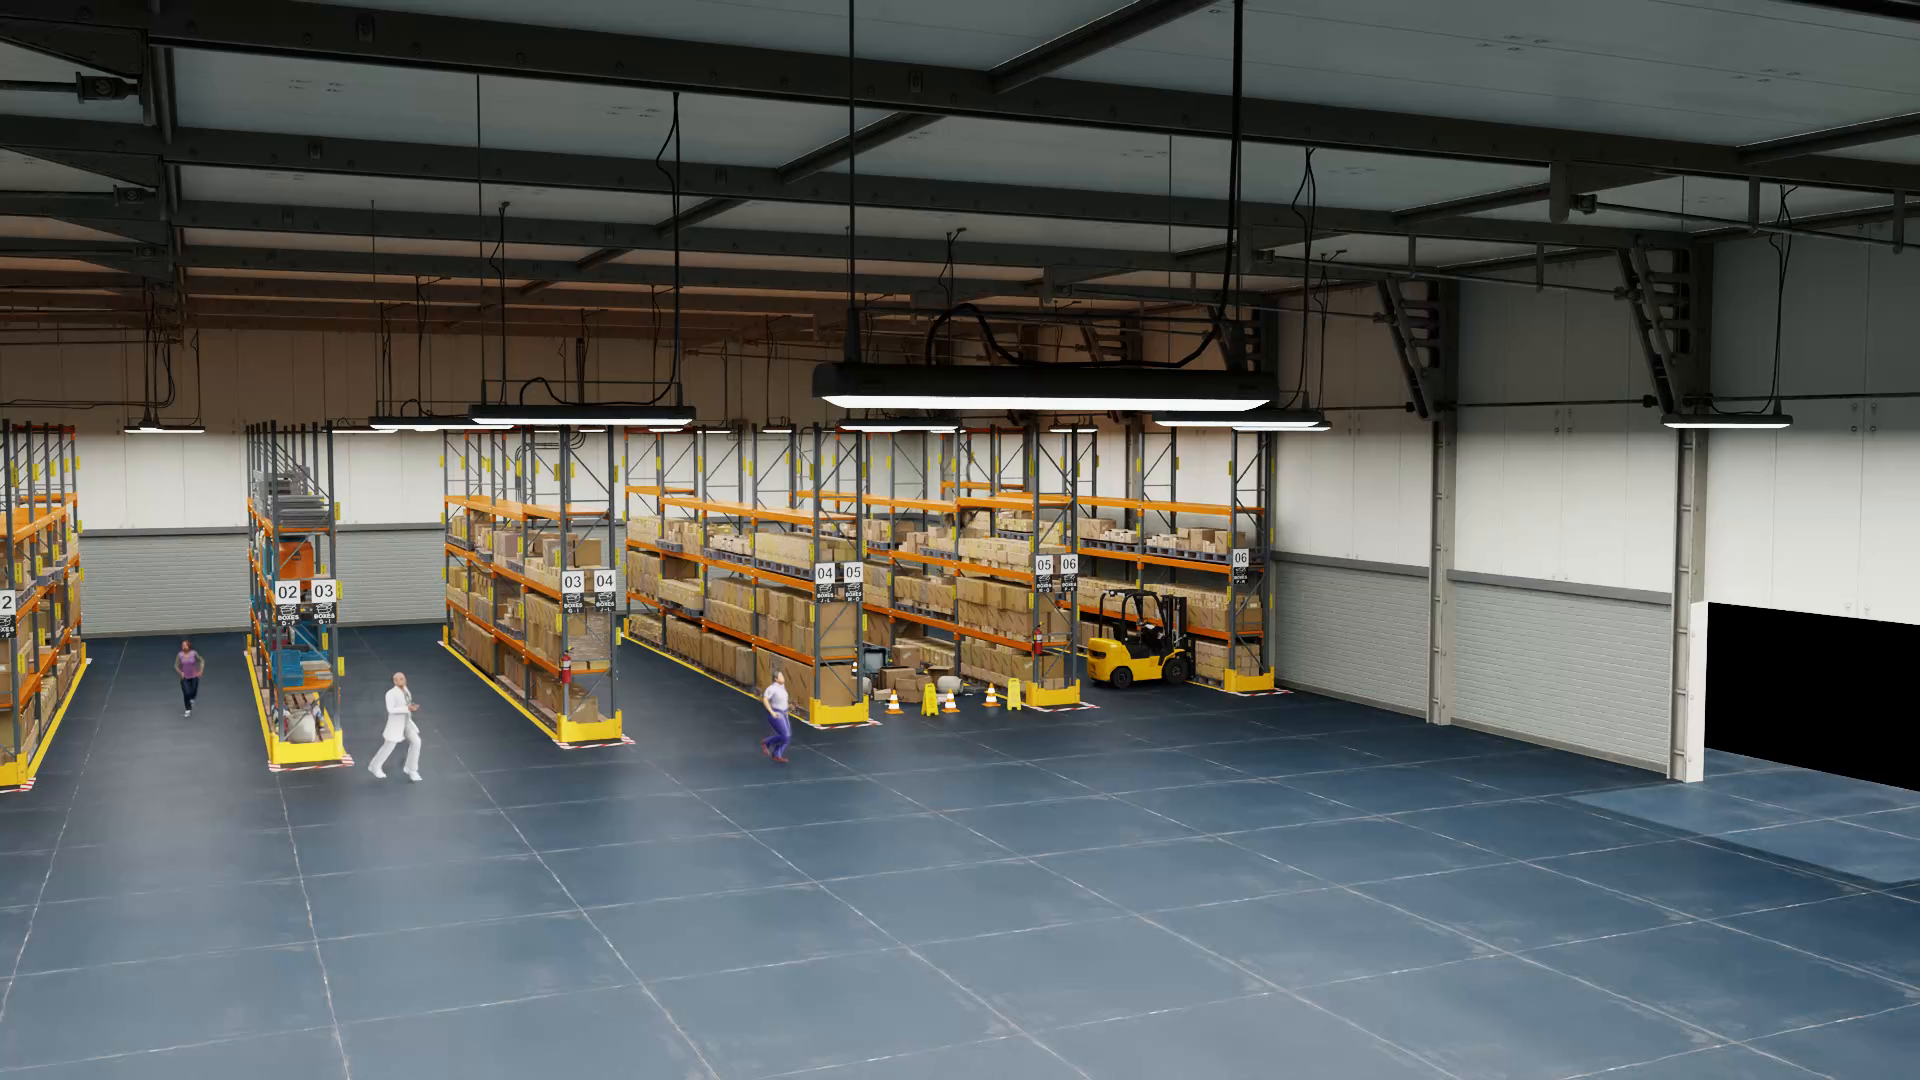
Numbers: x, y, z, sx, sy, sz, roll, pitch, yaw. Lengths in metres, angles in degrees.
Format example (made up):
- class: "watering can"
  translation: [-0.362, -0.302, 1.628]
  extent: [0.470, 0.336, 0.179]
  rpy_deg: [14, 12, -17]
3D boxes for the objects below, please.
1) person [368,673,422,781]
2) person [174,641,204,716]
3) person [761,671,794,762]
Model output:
- class: "person"
  translation: [-9.361, 3.108, 27.663]
  extent: [0.986, 1.832, 0.682]
  rpy_deg: [1, 4, 21]
- class: "person"
  translation: [-15.759, 2.828, 33.997]
  extent: [0.560, 1.558, 0.605]
  rpy_deg: [-1, 4, -22]
- class: "person"
  translation: [-3.194, 3.105, 29.217]
  extent: [0.531, 1.598, 0.657]
  rpy_deg: [1, 4, 18]
